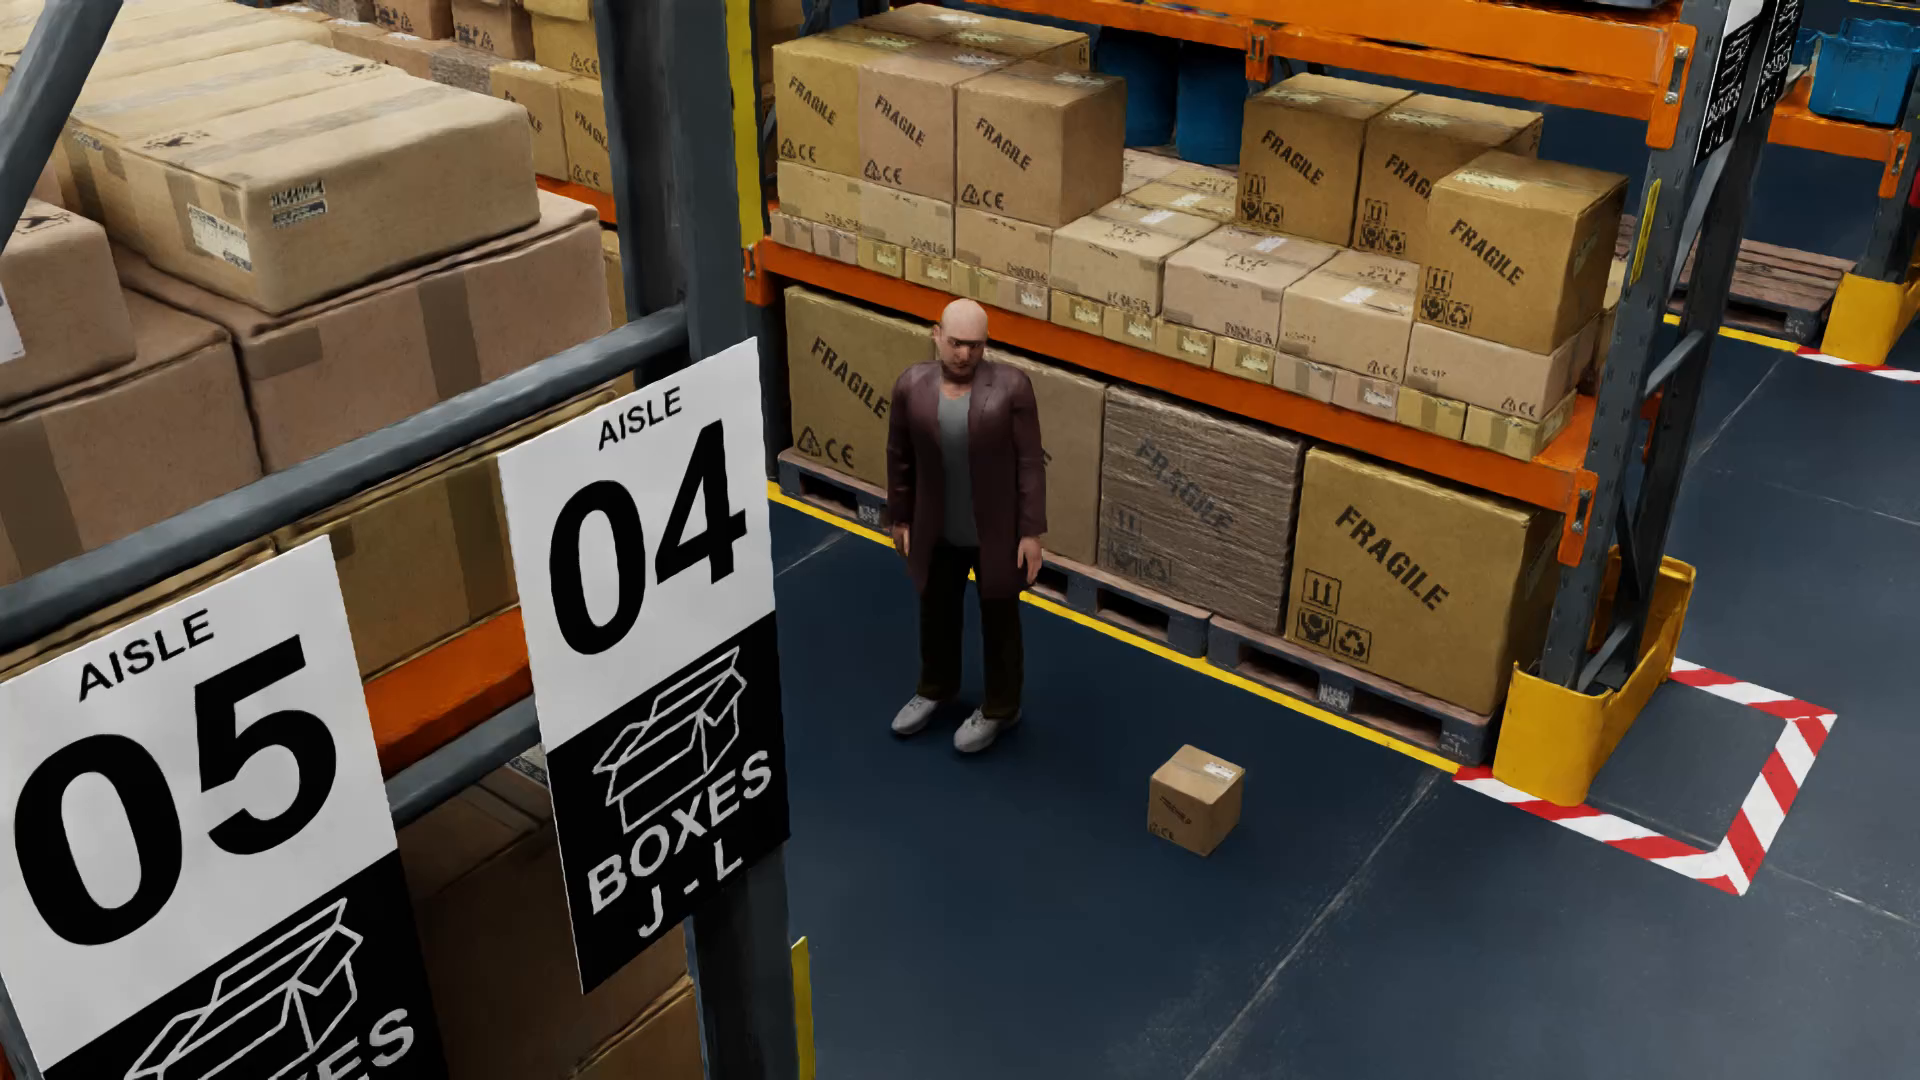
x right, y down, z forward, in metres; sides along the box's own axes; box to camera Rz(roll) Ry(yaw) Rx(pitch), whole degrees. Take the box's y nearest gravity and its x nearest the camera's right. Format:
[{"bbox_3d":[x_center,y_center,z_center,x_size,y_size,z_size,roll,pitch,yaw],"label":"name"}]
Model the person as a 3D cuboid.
[{"bbox_3d":[0.009,-0.031,6.144,0.625,1.791,0.413,8,32,14],"label":"person"}]
